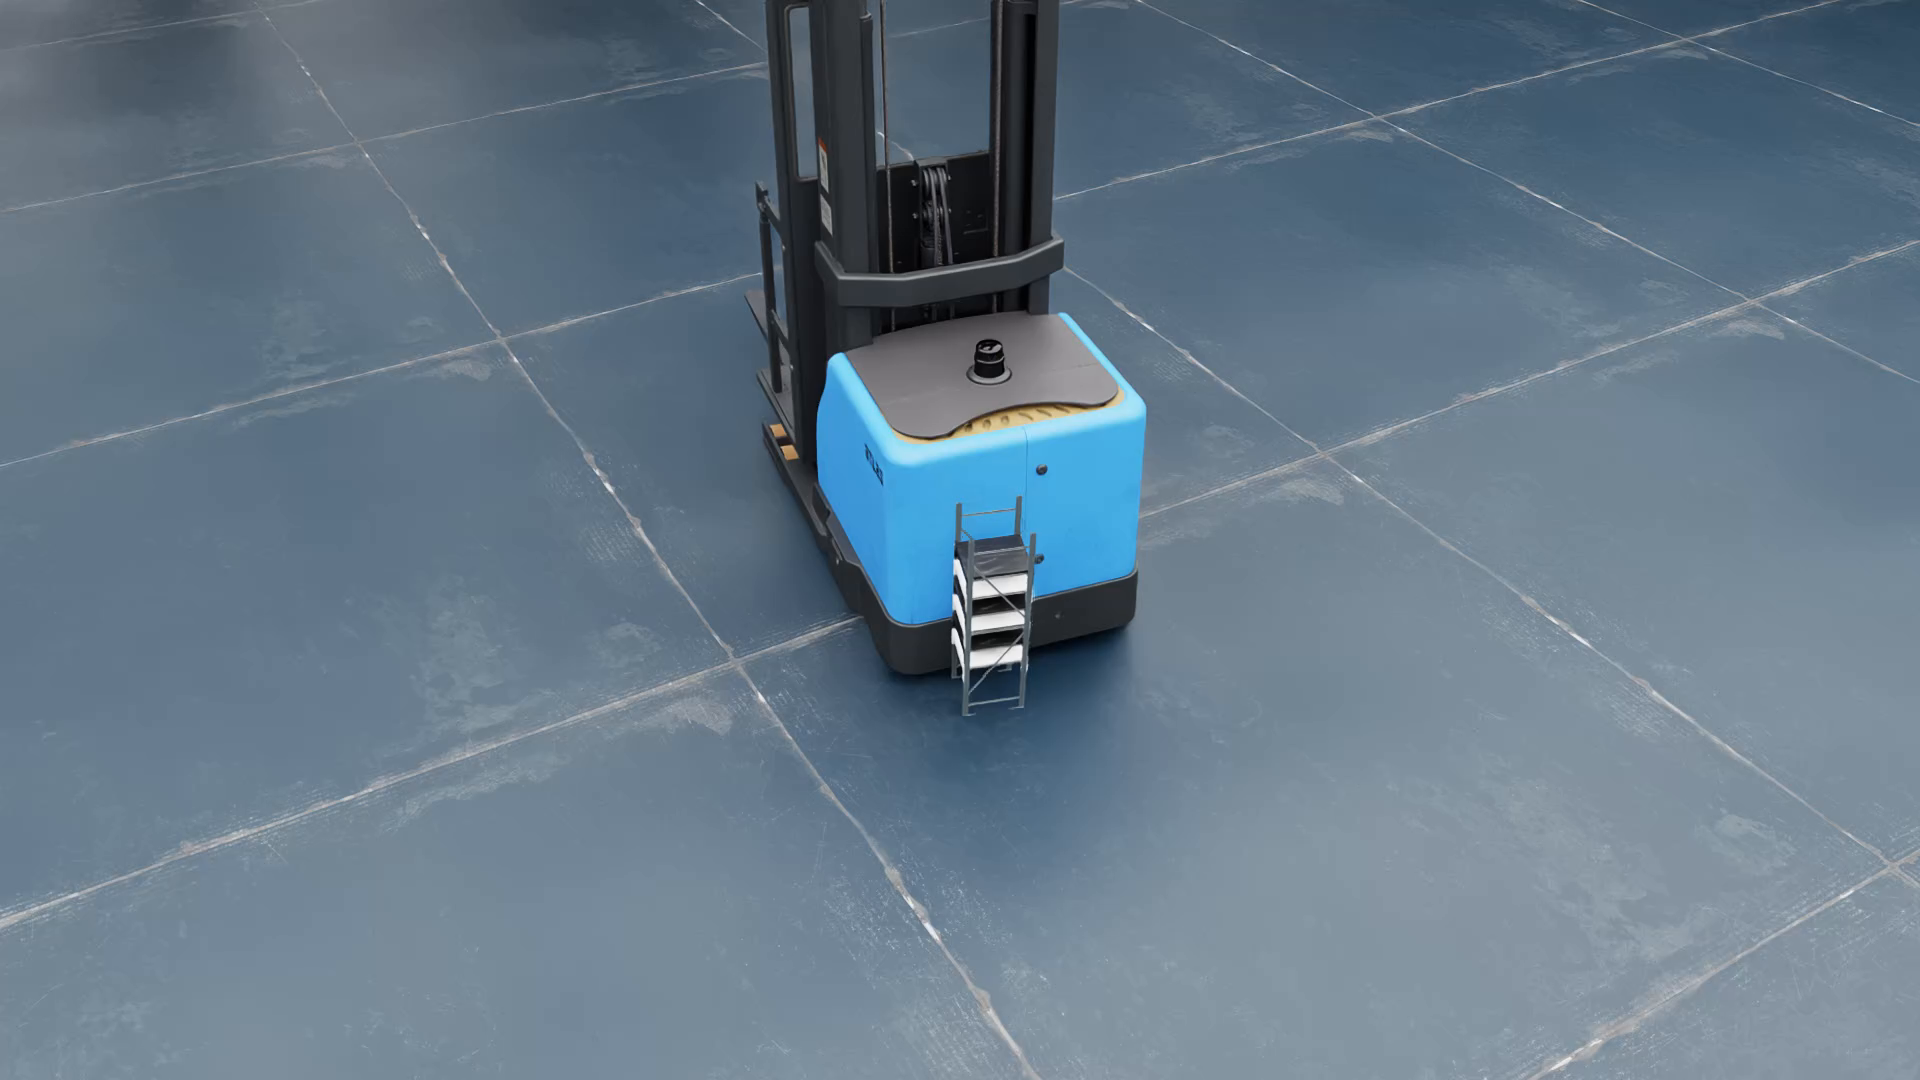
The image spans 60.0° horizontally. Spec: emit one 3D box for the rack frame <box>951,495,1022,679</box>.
[{"bbox_3d":[0.094,0.190,6.194,0.240,0.900,0.006,-7,43,-10],"label":"rack frame"}]

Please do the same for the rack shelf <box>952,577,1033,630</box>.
[{"bbox_3d":[0.117,0.215,6.083,0.258,0.077,0.200,-7,43,-10],"label":"rack shelf"}]

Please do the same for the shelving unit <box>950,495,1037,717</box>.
[{"bbox_3d":[0.116,0.257,6.121,0.258,0.900,0.210,-7,43,-10],"label":"shelving unit"}]

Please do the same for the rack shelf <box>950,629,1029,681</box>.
[{"bbox_3d":[0.111,0.415,6.264,0.258,0.077,0.200,-7,43,-10],"label":"rack shelf"}]

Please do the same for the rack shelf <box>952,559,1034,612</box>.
[{"bbox_3d":[0.119,0.148,6.022,0.258,0.077,0.200,-7,43,-10],"label":"rack shelf"}]

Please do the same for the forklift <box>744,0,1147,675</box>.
[{"bbox_3d":[-0.277,-1.531,6.861,1.130,2.935,3.031,-12,38,-16],"label":"forklift"}]

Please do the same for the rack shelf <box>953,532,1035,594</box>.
[{"bbox_3d":[0.121,0.081,5.962,0.258,0.077,0.200,-7,43,-10],"label":"rack shelf"}]

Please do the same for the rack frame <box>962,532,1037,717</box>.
[{"bbox_3d":[0.138,0.324,6.047,0.240,0.900,0.006,-7,43,-10],"label":"rack frame"}]

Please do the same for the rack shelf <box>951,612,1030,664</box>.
[{"bbox_3d":[0.113,0.348,6.203,0.258,0.077,0.200,-7,43,-10],"label":"rack shelf"}]

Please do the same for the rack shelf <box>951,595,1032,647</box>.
[{"bbox_3d":[0.115,0.281,6.143,0.258,0.077,0.200,-7,43,-10],"label":"rack shelf"}]
